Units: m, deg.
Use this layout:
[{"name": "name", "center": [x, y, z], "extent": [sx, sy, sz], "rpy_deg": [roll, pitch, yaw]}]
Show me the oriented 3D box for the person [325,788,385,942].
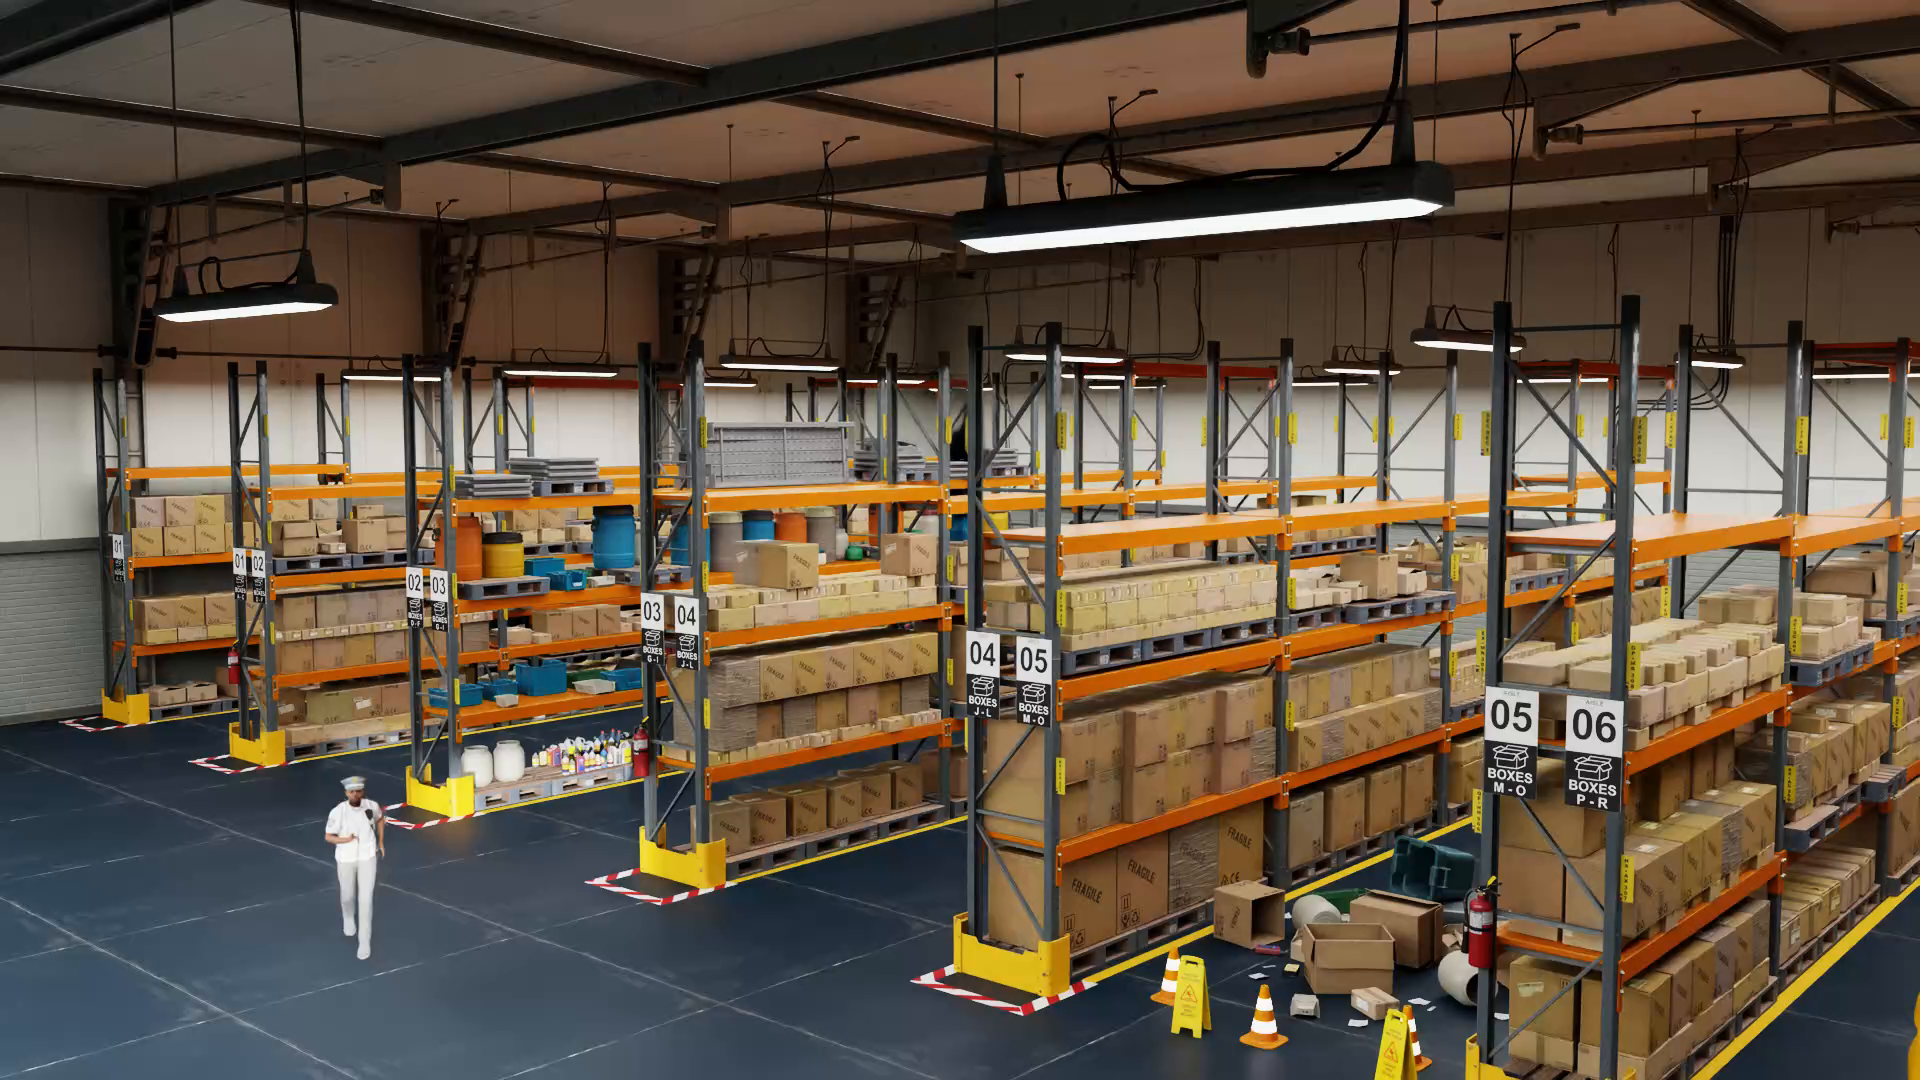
[{"name": "person", "center": [-5.869, 3.073, 16.157], "extent": [0.566, 1.559, 0.837], "rpy_deg": [-2, 5, -23]}]
